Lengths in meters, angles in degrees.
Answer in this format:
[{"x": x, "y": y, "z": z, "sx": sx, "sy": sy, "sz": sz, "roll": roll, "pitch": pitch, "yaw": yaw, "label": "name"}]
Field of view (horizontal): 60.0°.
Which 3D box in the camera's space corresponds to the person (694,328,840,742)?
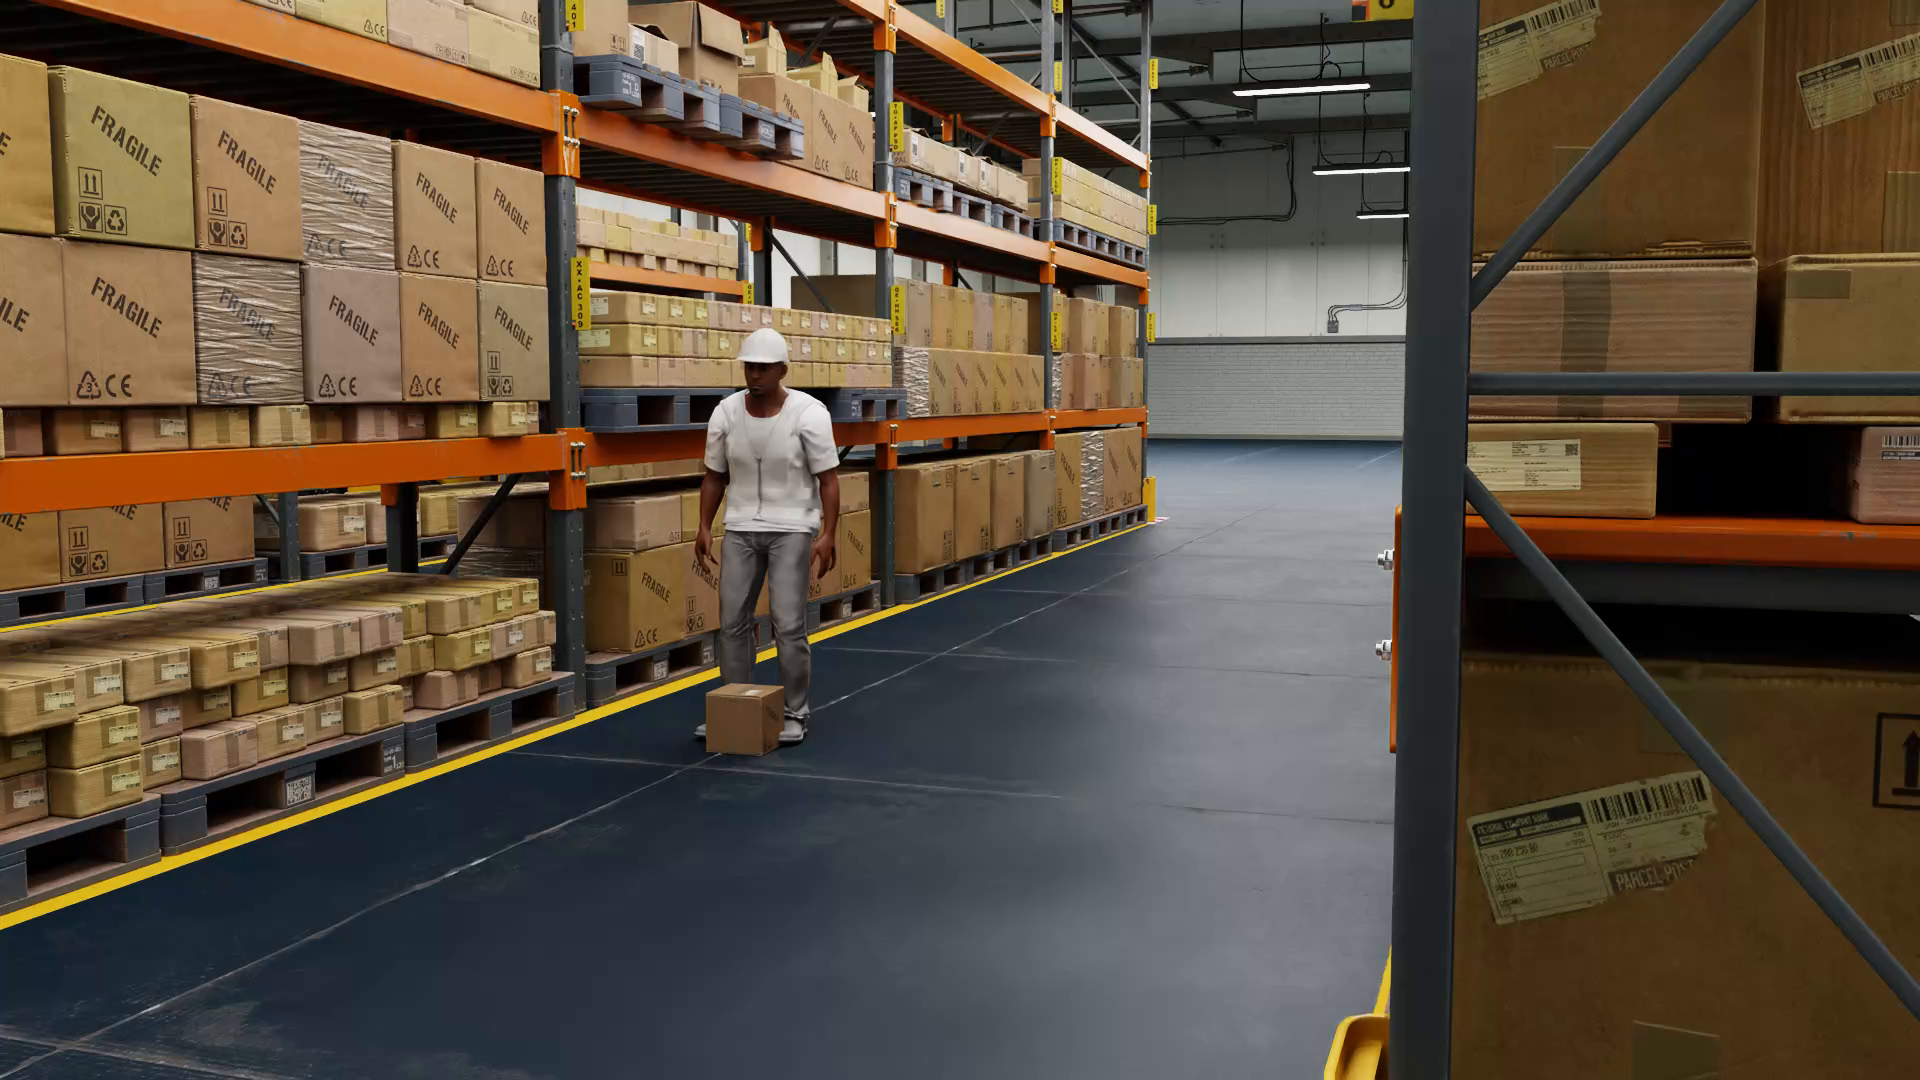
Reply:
[{"x": -0.827, "y": -0.019, "z": 7.114, "sx": 0.635, "sy": 1.761, "sz": 0.455, "roll": 1, "pitch": 5, "yaw": 16, "label": "person"}]
